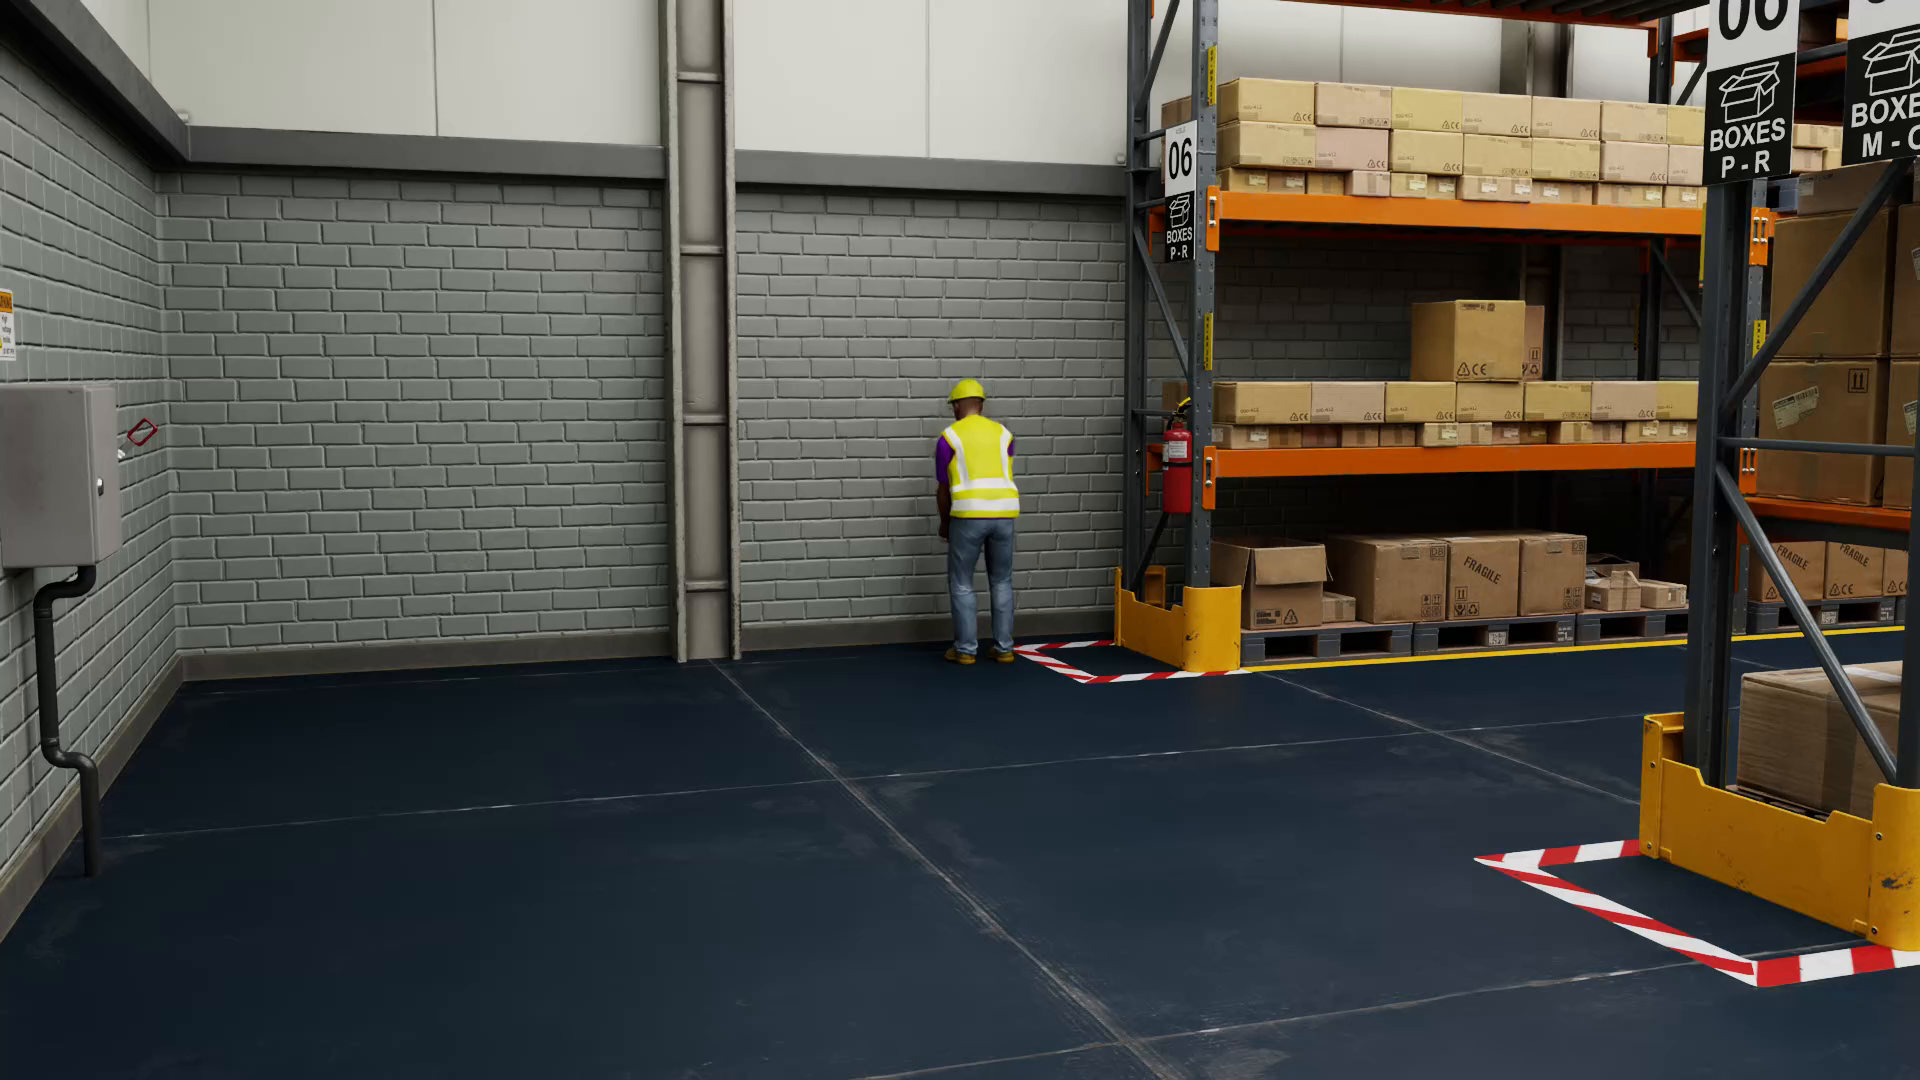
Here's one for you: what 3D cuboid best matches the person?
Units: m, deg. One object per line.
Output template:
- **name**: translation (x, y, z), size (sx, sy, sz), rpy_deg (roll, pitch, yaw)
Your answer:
- **person**: translation (0.117, -0.134, 10.085), size (0.613, 1.760, 0.456), rpy_deg (-2, 6, -21)
